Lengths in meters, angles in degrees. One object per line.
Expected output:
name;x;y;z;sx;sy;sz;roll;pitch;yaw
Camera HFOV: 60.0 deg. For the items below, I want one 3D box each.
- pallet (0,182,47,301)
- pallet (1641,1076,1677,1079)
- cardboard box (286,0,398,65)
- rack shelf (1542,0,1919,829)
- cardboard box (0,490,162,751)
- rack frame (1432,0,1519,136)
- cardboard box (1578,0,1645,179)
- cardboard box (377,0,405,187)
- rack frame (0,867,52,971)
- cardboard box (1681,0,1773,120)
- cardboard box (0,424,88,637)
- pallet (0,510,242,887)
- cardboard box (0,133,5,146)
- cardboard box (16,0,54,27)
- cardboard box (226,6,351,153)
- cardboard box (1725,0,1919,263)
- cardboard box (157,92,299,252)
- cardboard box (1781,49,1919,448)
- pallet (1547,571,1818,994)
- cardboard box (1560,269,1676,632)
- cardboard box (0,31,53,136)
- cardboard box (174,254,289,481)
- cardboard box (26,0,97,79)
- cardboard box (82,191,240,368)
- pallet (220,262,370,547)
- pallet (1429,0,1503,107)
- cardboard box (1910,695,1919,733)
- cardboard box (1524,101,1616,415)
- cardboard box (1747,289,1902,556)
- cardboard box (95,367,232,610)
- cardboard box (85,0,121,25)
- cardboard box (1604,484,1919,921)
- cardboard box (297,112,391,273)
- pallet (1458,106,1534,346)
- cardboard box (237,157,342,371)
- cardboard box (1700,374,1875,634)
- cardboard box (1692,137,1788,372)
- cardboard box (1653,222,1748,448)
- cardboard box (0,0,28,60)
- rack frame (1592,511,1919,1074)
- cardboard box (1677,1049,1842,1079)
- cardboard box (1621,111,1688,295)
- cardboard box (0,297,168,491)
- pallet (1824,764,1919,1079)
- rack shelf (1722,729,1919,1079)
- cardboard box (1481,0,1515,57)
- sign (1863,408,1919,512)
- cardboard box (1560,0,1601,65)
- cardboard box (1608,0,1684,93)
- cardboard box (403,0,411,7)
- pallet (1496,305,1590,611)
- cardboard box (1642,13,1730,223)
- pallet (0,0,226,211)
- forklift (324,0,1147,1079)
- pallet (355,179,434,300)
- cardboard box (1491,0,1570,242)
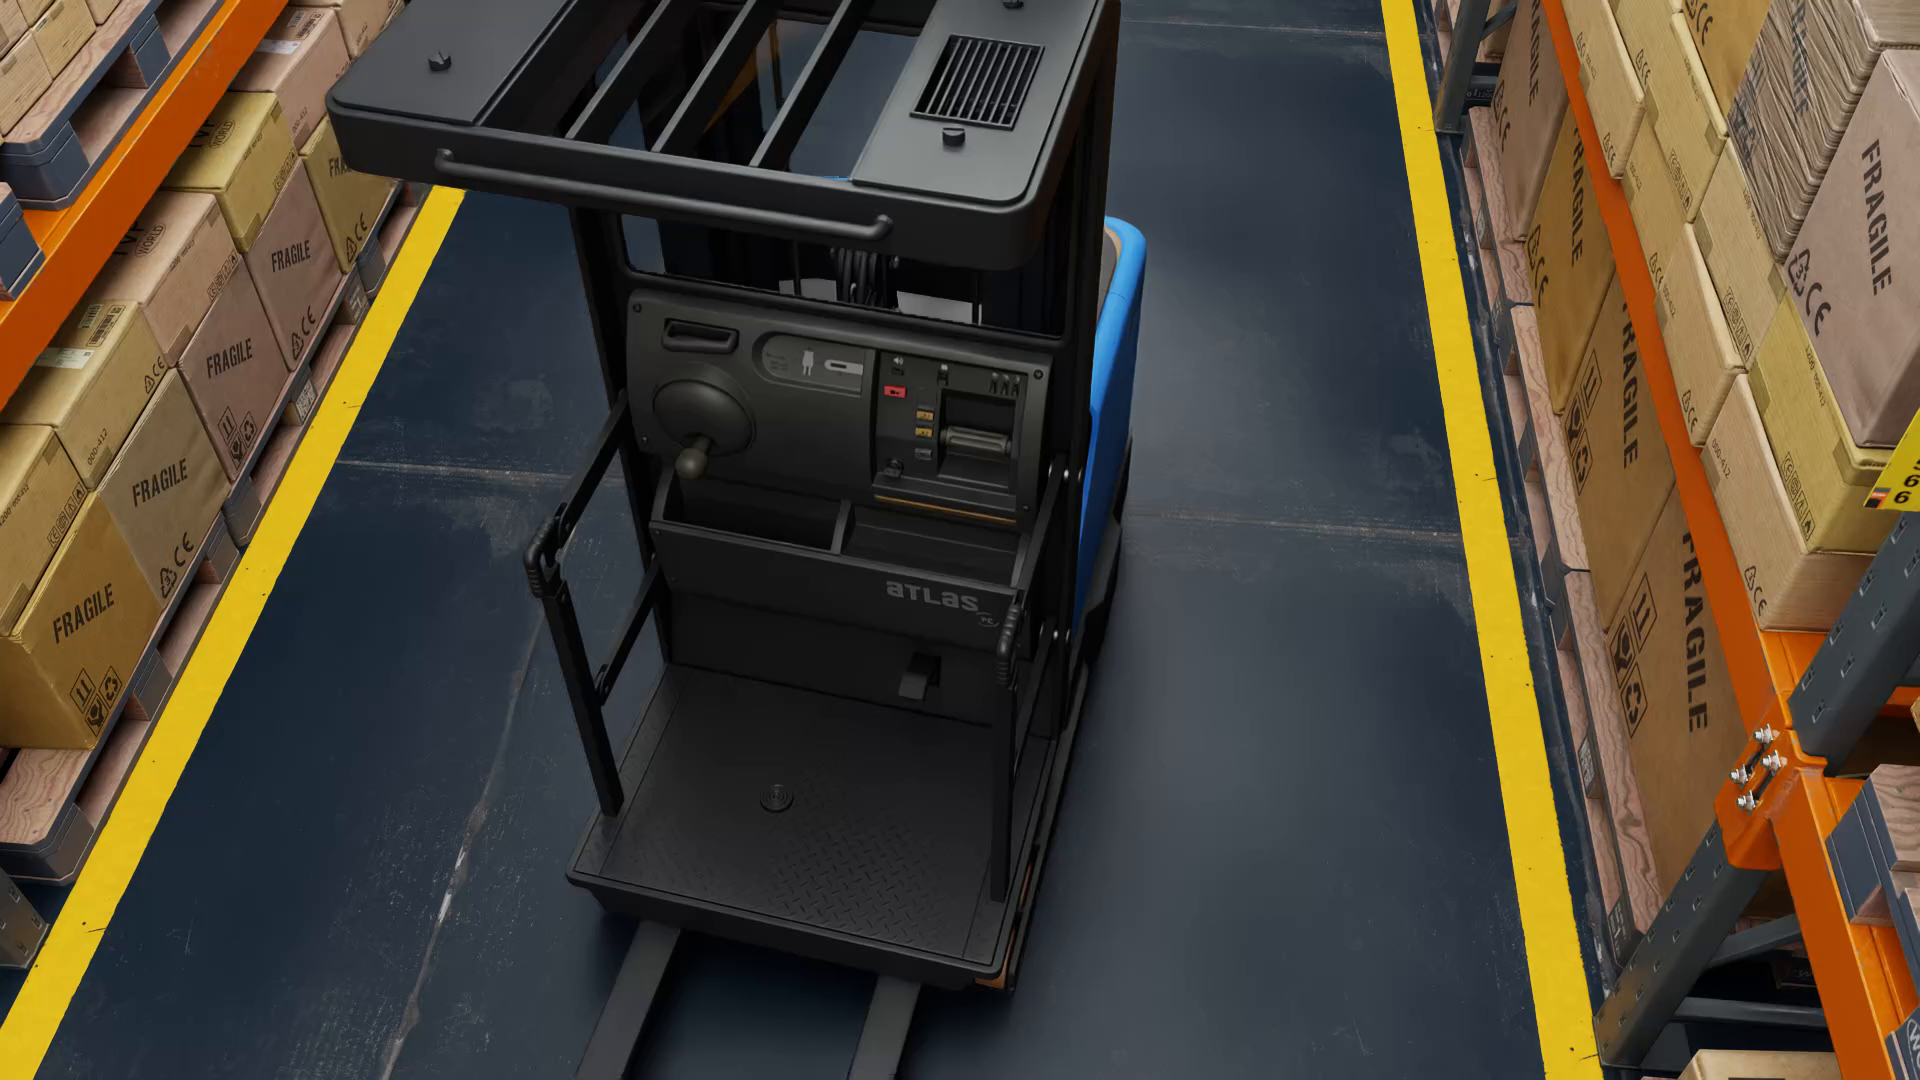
pallet;-2.910;-0.459;3.767;1.213;0.211;1.003;4;48;4
pallet;1.997;1.781;3.478;1.003;0.211;1.213;4;48;4
cardboard box;-2.320;-1.919;5.874;0.500;0.250;0.500;3;48;2
rack shelf;2.252;-0.961;4.584;1.077;0.370;4.000;4;48;4
cardboard box;-2.550;0.206;4.438;0.500;0.500;0.500;2;48;2
rack frame;2.434;-2.674;5.663;1.000;3.000;0.127;4;48;4
cardboard box;1.969;-1.195;4.412;0.500;0.250;0.500;3;48;3
cardboard box;-2.321;-1.670;6.154;0.500;0.500;0.500;3;48;3
rack frame;-2.869;0.007;3.211;1.000;3.000;0.127;4;48;4
cardboard box;1.947;-1.245;3.611;0.500;0.500;0.500;4;48;4
cardboard box;-2.565;-0.035;4.150;0.500;0.250;0.500;2;48;2
pallet;-2.796;0.374;4.765;1.003;0.211;1.213;4;48;4
cardboard box;-2.555;-0.959;3.980;0.380;0.149;0.250;6;48;5
cardboard box;-2.509;-1.438;4.217;0.380;0.149;0.250;3;48;3
cardboard box;-2.380;-1.542;5.529;0.500;0.250;0.500;6;48;5
cardboard box;1.895;-0.881;3.277;0.500;0.500;0.500;5;48;4
cardboard box;-2.414;-1.153;5.173;0.500;0.250;0.500;2;48;2
cardboard box;1.857;-0.503;2.932;0.500;0.500;0.500;3;48;2
pallet;2.217;0.633;4.528;1.003;0.211;1.213;4;48;4
cardboard box;2.301;-0.316;4.662;0.875;0.875;0.875;4;48;4
cardboard box;-2.533;-1.155;4.159;0.380;0.149;0.250;5;48;5
cardboard box;-2.466;-0.541;5.121;0.500;0.500;0.500;3;48;3
cardboard box;-2.508;-1.340;4.328;0.380;0.149;0.250;4;48;4
cardboard box;-2.461;-0.770;4.823;0.500;0.250;0.500;4;48;4
pallet;-2.682;-0.520;5.583;1.003;0.211;1.213;4;48;4
pallet;2.582;-2.286;7.198;1.003;0.211;1.213;4;48;4
cardboard box;1.798;0.305;2.384;0.500;0.500;0.500;3;48;2
cardboard box;2.383;-0.973;5.262;0.875;0.875;0.875;5;48;5
cardboard box;1.861;-0.225;3.186;0.500;0.250;0.500;4;48;3
cardboard box;-2.508;-0.163;4.776;0.500;0.500;0.500;4;48;4
cardboard box;-2.483;-1.531;4.503;0.380;0.149;0.250;2;48;2
cardboard box;2.216;0.339;4.062;0.875;0.875;0.875;3;48;3
cardboard box;-2.368;-1.293;5.809;0.500;0.500;0.500;3;48;3
pallet;2.439;-1.160;6.168;1.003;0.211;1.213;4;48;4
cardboard box;-2.419;-0.916;5.464;0.500;0.500;0.500;3;48;3
cardboard box;1.857;-0.073;3.385;0.500;0.250;0.500;2;48;2
cardboard box;1.904;-0.602;3.531;0.500;0.250;0.500;3;48;3
cardboard box;1.888;-0.449;3.730;0.500;0.250;0.500;5;48;4
cardboard box;-2.535;-1.256;4.050;0.380;0.149;0.250;4;48;4
rack frame;2.070;0.266;2.974;1.000;3.000;0.127;4;48;4
cardboard box;2.008;1.425;3.410;0.950;0.372;0.625;1;48;1
cardboard box;1.950;-0.818;4.067;0.500;0.250;0.500;3;48;3
cardboard box;-2.519;-0.407;4.491;0.500;0.250;0.500;3;48;3
pallet;2.111;0.861;2.559;1.213;0.211;1.003;4;48;4
rack shelf;1.888;1.978;1.895;1.077;0.370;4.000;4;48;4
cardboard box;2.599;-2.405;6.868;0.875;0.438;0.875;3;48;3
sign;1.517;-0.160;2.579;0.100;0.325;0.005;4;48;4
cardboard box;2.023;-1.562;4.747;0.500;0.250;0.500;4;48;3
cardboard box;1.977;-1.362;4.225;0.500;0.250;0.500;3;48;2
cardboard box;-2.151;-2.358;7.021;0.380;0.149;0.250;2;48;2
pallet;2.331;-0.262;5.346;1.003;0.211;1.213;4;48;4
cardboard box;1.930;-0.980;3.876;0.500;0.250;0.500;3;48;3
pallet;-2.729;-1.386;4.615;1.003;0.211;1.213;4;48;4
forklift;-0.321;-0.180;3.428;1.130;2.935;3.031;10;48;9
pallet;-2.574;-1.419;6.405;1.003;0.211;1.213;4;48;4
cardboard box;2.458;-1.637;5.870;0.875;0.875;0.875;5;48;5
